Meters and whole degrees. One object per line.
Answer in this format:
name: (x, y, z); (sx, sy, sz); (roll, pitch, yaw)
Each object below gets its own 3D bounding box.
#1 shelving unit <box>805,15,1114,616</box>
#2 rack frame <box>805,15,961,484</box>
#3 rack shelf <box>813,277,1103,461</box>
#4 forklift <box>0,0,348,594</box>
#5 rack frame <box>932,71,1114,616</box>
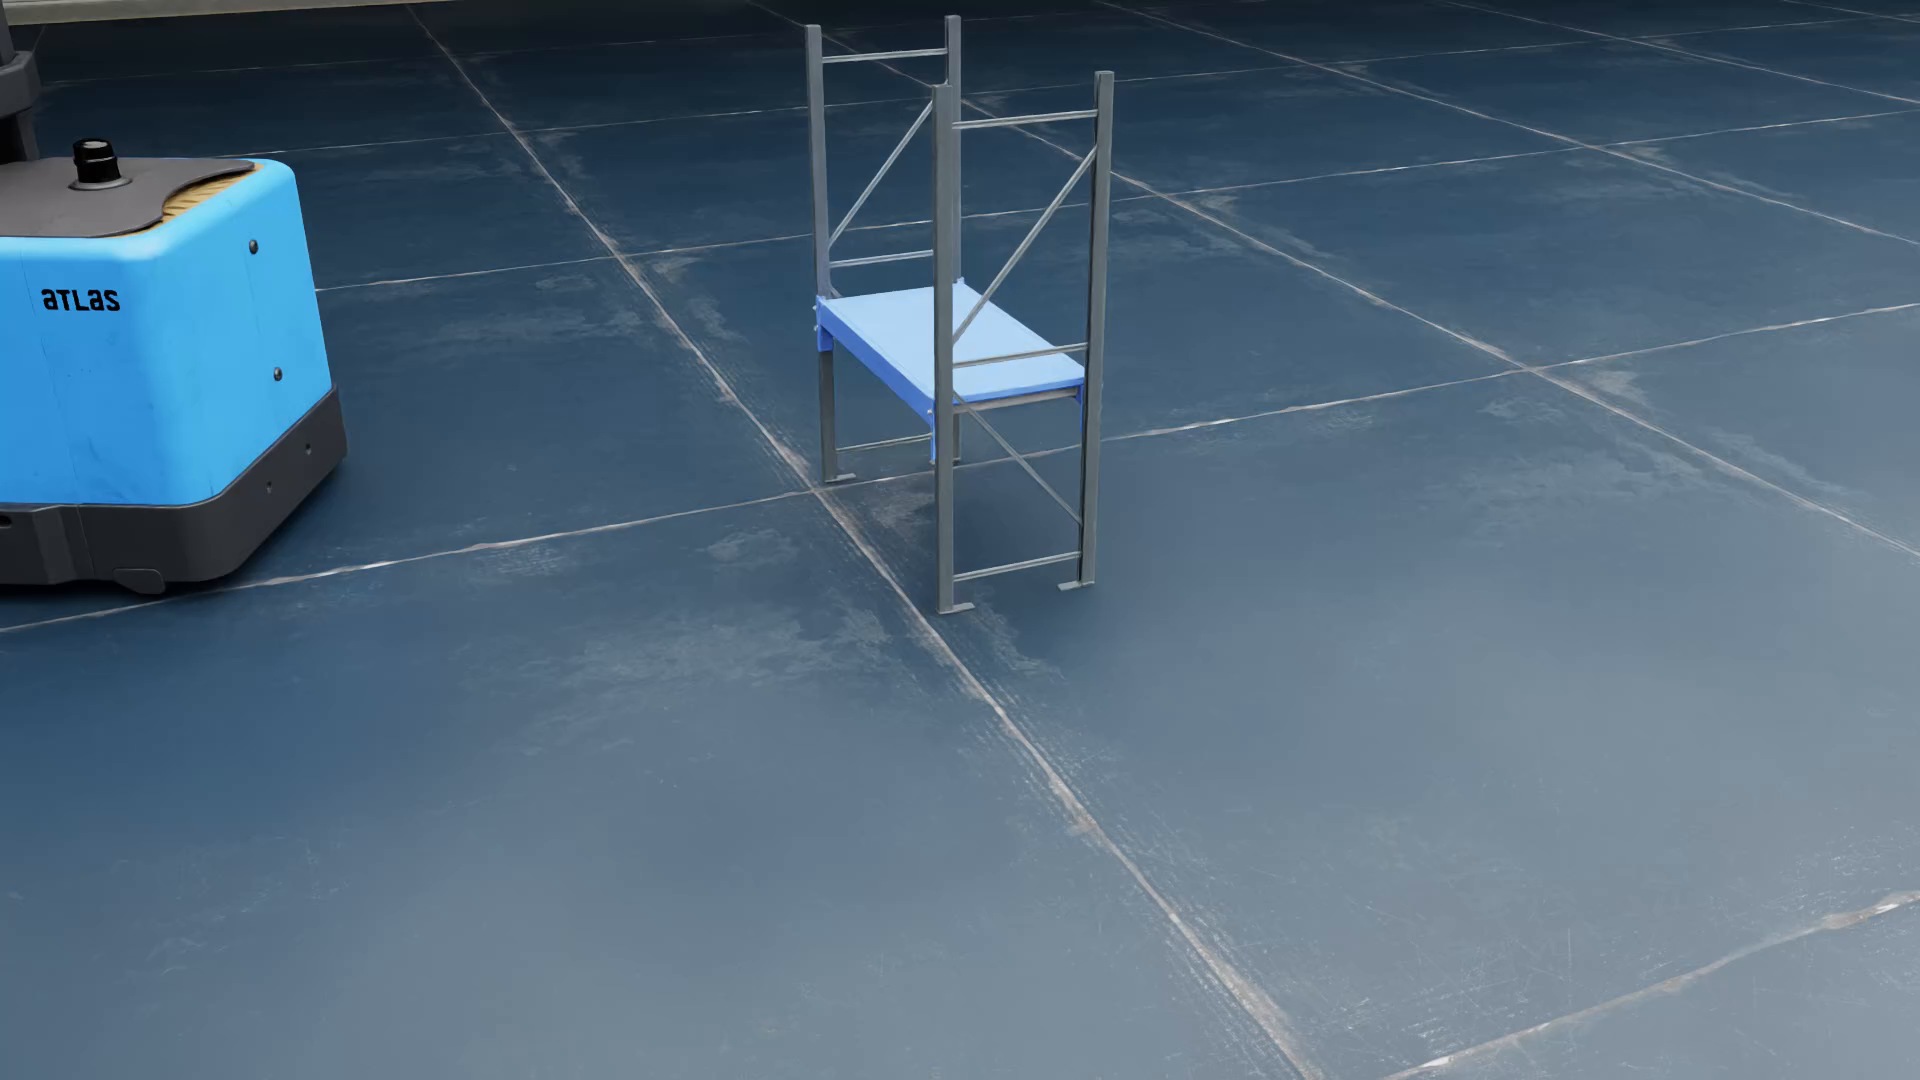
shelving unit: (-0.033, -0.708, 4.991); (0.538, 1.500, 1.048); (-11, 28, -21)
rack frame: (-0.233, -0.914, 5.412); (0.500, 1.500, 0.032); (-11, 28, -21)
rack shelf: (-0.033, -0.547, 5.070); (0.538, 0.185, 1.000); (-11, 28, -21)
forklift: (-3.627, -1.386, 4.748); (3.031, 2.935, 1.130); (1, 26, 2)
rack frame: (0.166, -0.503, 4.571); (0.500, 1.500, 0.032); (-11, 28, -21)
